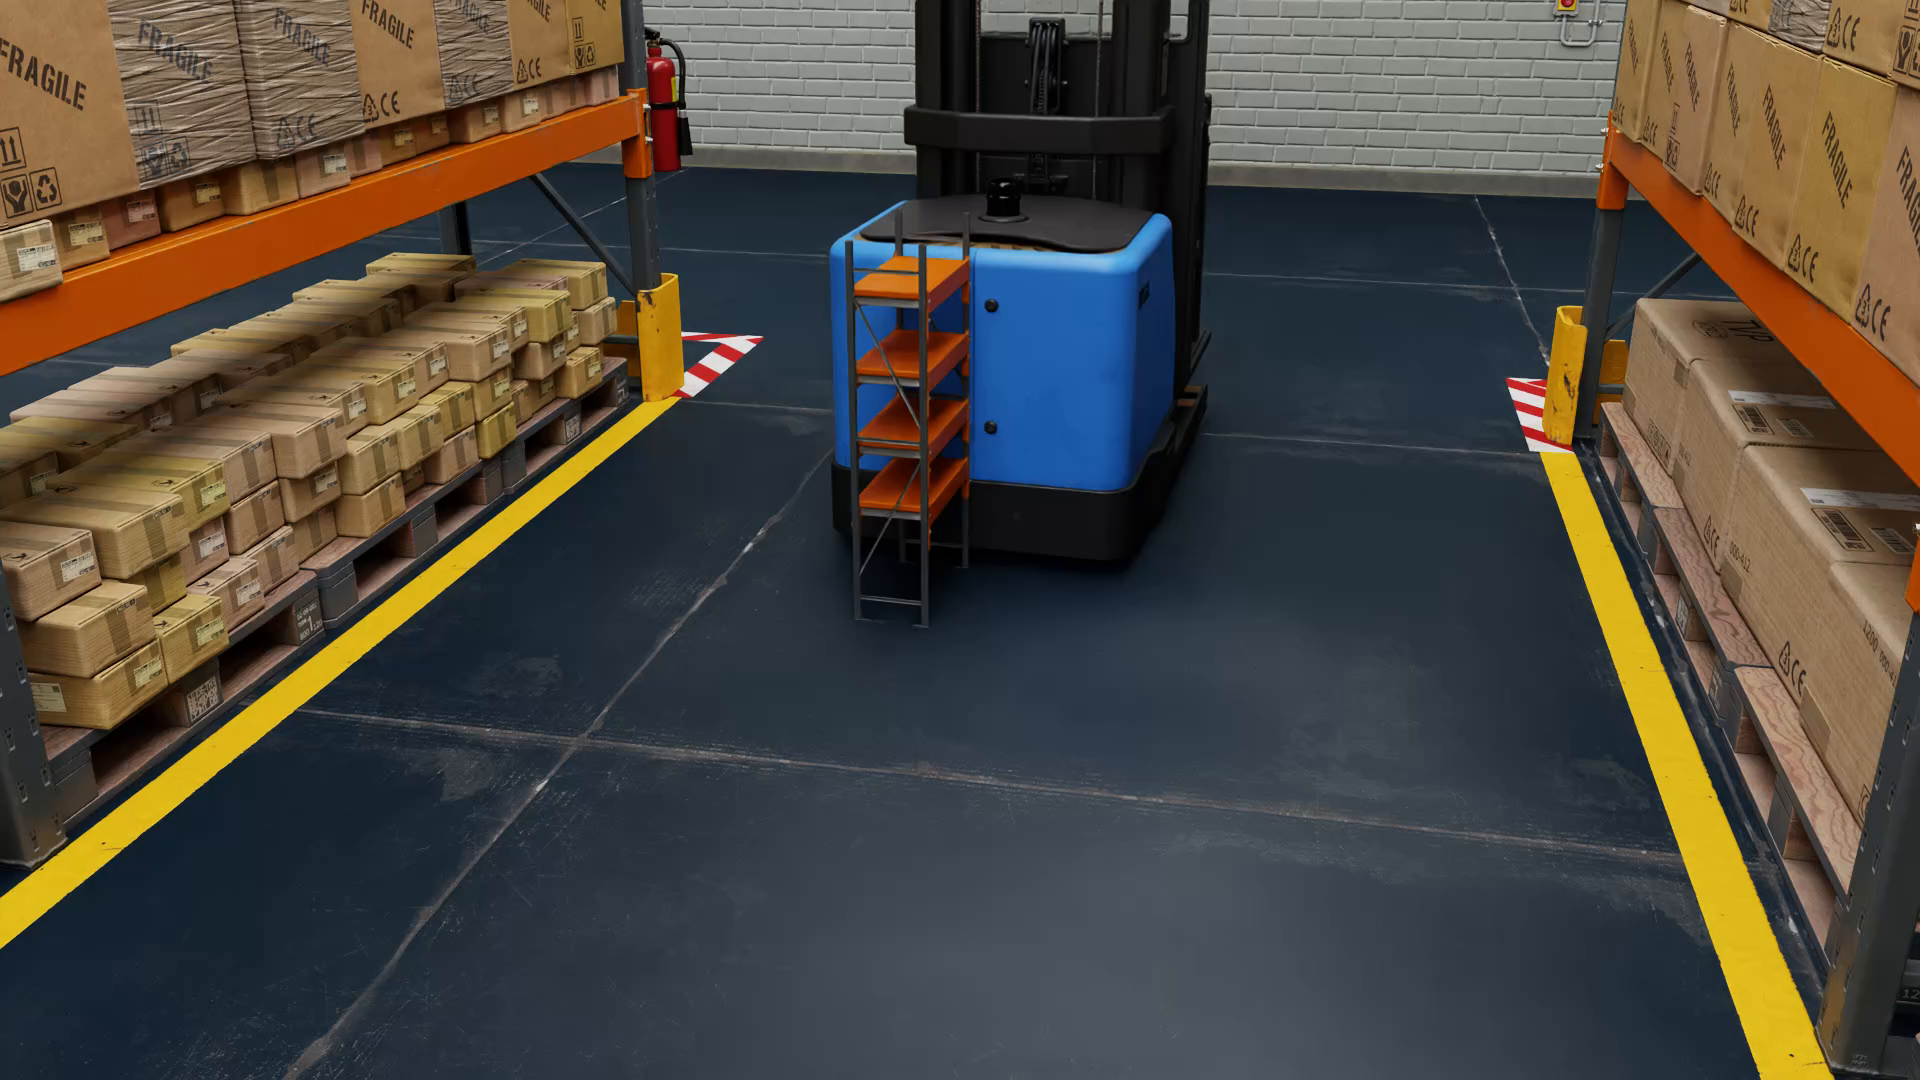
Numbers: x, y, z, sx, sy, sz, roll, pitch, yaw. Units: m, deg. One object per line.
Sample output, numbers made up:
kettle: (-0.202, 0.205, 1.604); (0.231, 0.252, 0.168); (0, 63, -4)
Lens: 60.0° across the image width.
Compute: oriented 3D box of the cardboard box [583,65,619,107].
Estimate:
cardboard box: (-1.633, -1.877, 6.835); (0.380, 0.149, 0.250); (4, 22, 11)

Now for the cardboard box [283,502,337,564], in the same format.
cardboard box: (-2.193, -0.042, 5.198); (0.380, 0.149, 0.250); (4, 22, 9)

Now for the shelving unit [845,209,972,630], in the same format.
shelving unit: (-0.150, -0.380, 5.191); (0.258, 1.200, 0.503); (6, 23, 14)

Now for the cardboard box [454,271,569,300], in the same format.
cardboard box: (-1.810, -0.982, 6.735); (0.380, 0.149, 0.250); (5, 22, 12)

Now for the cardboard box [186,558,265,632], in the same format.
cardboard box: (-2.216, 0.155, 4.707); (0.380, 0.149, 0.250); (4, 22, 11)

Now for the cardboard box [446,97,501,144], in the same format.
cardboard box: (-1.869, -1.507, 5.916); (0.380, 0.149, 0.250); (3, 22, 9)

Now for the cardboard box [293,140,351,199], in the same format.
cardboard box: (-2.060, -1.119, 4.953); (0.380, 0.149, 0.250); (5, 23, 13)

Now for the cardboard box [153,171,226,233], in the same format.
cardboard box: (-2.237, -0.934, 4.494); (0.380, 0.149, 0.250); (3, 22, 9)

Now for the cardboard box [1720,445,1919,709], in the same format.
cardboard box: (2.623, 0.114, 4.424); (0.875, 0.438, 0.875); (4, 22, 9)

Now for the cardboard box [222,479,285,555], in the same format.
cardboard box: (-2.236, -0.080, 4.892); (0.380, 0.149, 0.250); (3, 22, 8)

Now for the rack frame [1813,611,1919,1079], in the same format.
rack frame: (2.207, -0.331, 2.660); (1.000, 3.000, 0.127); (4, 22, 11)

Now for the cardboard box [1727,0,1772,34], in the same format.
cardboard box: (2.350, -1.589, 4.313); (0.500, 0.500, 0.500); (5, 22, 11)

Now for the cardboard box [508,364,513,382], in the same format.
cardboard box: (-1.931, -0.649, 6.306); (0.380, 0.149, 0.250); (4, 22, 10)

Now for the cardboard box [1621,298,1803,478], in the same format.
cardboard box: (2.987, -0.551, 6.075); (0.875, 0.438, 0.875); (4, 22, 9)

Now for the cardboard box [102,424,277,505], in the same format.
cardboard box: (-2.238, -0.220, 4.841); (0.380, 0.149, 0.250); (4, 22, 10)

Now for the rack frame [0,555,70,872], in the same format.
rack frame: (-2.659, -0.671, 3.506); (1.000, 3.000, 0.127); (4, 22, 11)

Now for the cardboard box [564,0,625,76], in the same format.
cardboard box: (-1.683, -2.135, 6.607); (0.500, 0.500, 0.500); (5, 22, 12)

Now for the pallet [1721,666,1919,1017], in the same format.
pallet: (2.439, 0.690, 3.857); (1.003, 0.211, 1.213); (4, 22, 11)

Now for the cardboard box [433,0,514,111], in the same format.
cardboard box: (-1.887, -1.761, 5.678); (0.500, 0.500, 0.500); (5, 22, 11)

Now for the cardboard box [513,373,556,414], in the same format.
cardboard box: (-1.838, -0.607, 6.598); (0.380, 0.149, 0.250); (4, 22, 11)

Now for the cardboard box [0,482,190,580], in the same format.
cardboard box: (-2.272, -0.026, 4.361); (0.380, 0.149, 0.250); (6, 23, 14)

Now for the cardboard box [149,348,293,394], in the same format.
cardboard box: (-2.489, -0.535, 5.624); (0.380, 0.149, 0.250); (5, 22, 11)

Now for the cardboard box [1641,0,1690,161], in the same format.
cardboard box: (2.569, -1.500, 5.428); (0.500, 0.500, 0.500); (4, 22, 10)

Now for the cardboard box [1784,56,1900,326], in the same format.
cardboard box: (2.151, -0.755, 3.580); (0.500, 0.500, 0.500); (4, 22, 10)

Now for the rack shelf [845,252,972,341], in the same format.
rack shelf: (-0.150, -0.744, 5.044); (0.258, 0.148, 0.480); (6, 23, 14)

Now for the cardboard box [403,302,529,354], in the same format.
cardboard box: (-1.854, -0.788, 6.253); (0.380, 0.149, 0.250); (4, 22, 9)

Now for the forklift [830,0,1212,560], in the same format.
forklift: (0.434, -1.813, 6.432); (1.130, 2.935, 3.031); (6, 23, 14)

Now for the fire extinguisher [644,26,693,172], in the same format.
fire extinguisher: (-1.340, -1.982, 7.363); (0.296, 0.674, 0.183); (4, 22, 11)

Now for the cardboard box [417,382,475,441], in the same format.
cardboard box: (-1.939, -0.457, 5.829); (0.380, 0.149, 0.250); (6, 23, 14)

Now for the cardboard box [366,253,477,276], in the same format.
cardboard box: (-2.282, -1.117, 7.069); (0.380, 0.149, 0.250); (3, 22, 8)

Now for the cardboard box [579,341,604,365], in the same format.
cardboard box: (-1.746, -0.798, 7.075); (0.380, 0.149, 0.250); (5, 22, 12)

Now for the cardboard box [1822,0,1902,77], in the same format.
cardboard box: (2.145, -1.220, 3.395); (0.500, 0.500, 0.500); (4, 22, 10)

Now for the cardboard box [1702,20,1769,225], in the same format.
cardboard box: (2.361, -1.130, 4.511); (0.500, 0.500, 0.500); (5, 23, 13)

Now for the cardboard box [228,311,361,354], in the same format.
cardboard box: (-2.433, -0.727, 6.101); (0.380, 0.149, 0.250); (5, 23, 13)

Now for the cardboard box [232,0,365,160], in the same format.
cardboard box: (-2.079, -1.381, 4.735); (0.500, 0.500, 0.500); (4, 22, 10)

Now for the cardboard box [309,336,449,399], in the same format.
cardboard box: (-2.016, -0.598, 5.780); (0.380, 0.149, 0.250); (4, 22, 9)

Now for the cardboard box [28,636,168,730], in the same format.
cardboard box: (-2.270, 0.347, 4.230); (0.380, 0.149, 0.250); (3, 22, 9)

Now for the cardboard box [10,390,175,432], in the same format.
cardboard box: (-2.690, -0.353, 5.172); (0.380, 0.149, 0.250); (3, 22, 8)

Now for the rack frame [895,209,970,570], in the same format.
rack frame: (-0.087, -0.468, 5.410); (0.240, 1.200, 0.015); (6, 23, 14)

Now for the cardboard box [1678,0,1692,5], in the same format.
cardboard box: (2.548, -1.961, 5.235); (0.500, 0.500, 0.500); (4, 22, 9)

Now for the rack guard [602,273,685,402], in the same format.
rack guard: (-1.859, -0.947, 7.536); (1.175, 0.500, 0.348); (4, 22, 11)

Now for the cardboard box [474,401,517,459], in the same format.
cardboard box: (-1.866, -0.417, 6.128); (0.380, 0.149, 0.250); (3, 22, 9)

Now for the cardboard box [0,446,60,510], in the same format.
cardboard box: (-2.784, -0.158, 4.688); (0.380, 0.149, 0.250); (4, 22, 10)

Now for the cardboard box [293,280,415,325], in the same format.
cardboard box: (-2.398, -0.925, 6.592); (0.380, 0.149, 0.250); (4, 22, 11)

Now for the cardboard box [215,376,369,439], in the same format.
cardboard box: (-2.131, -0.412, 5.320); (0.380, 0.149, 0.250); (4, 22, 9)

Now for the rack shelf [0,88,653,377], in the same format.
rack shelf: (-2.251, -1.069, 5.456); (1.077, 0.370, 4.000); (4, 22, 11)

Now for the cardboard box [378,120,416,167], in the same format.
cardboard box: (-2.020, -1.314, 5.438); (0.380, 0.149, 0.250); (5, 22, 12)

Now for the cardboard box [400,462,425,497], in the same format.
cardboard box: (-2.067, -0.232, 5.668); (0.380, 0.149, 0.250); (5, 22, 12)

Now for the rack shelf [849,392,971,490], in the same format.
rack shelf: (-0.150, -0.318, 5.216); (0.258, 0.148, 0.480); (6, 23, 14)

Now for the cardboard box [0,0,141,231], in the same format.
cardboard box: (-2.311, -1.018, 3.833); (0.500, 0.500, 0.500); (4, 22, 10)

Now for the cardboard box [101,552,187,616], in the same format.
cardboard box: (-2.308, 0.111, 4.420); (0.380, 0.149, 0.250); (5, 22, 11)

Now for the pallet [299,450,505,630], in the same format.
pallet: (-2.310, -0.074, 5.754); (1.003, 0.211, 1.213); (4, 22, 11)

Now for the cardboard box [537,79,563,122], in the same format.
cardboard box: (-1.757, -1.696, 6.386); (0.380, 0.149, 0.250); (4, 22, 10)

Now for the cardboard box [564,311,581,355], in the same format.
cardboard box: (-1.777, -0.838, 6.776); (0.380, 0.149, 0.250); (4, 22, 10)

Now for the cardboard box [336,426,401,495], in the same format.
cardboard box: (-2.043, -0.266, 5.355); (0.380, 0.149, 0.250); (4, 22, 11)

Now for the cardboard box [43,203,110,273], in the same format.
cardboard box: (-2.301, -0.734, 3.997); (0.380, 0.149, 0.250); (5, 22, 12)

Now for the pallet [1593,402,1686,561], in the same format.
pallet: (2.937, -0.202, 6.073); (1.003, 0.211, 1.213); (4, 22, 11)
